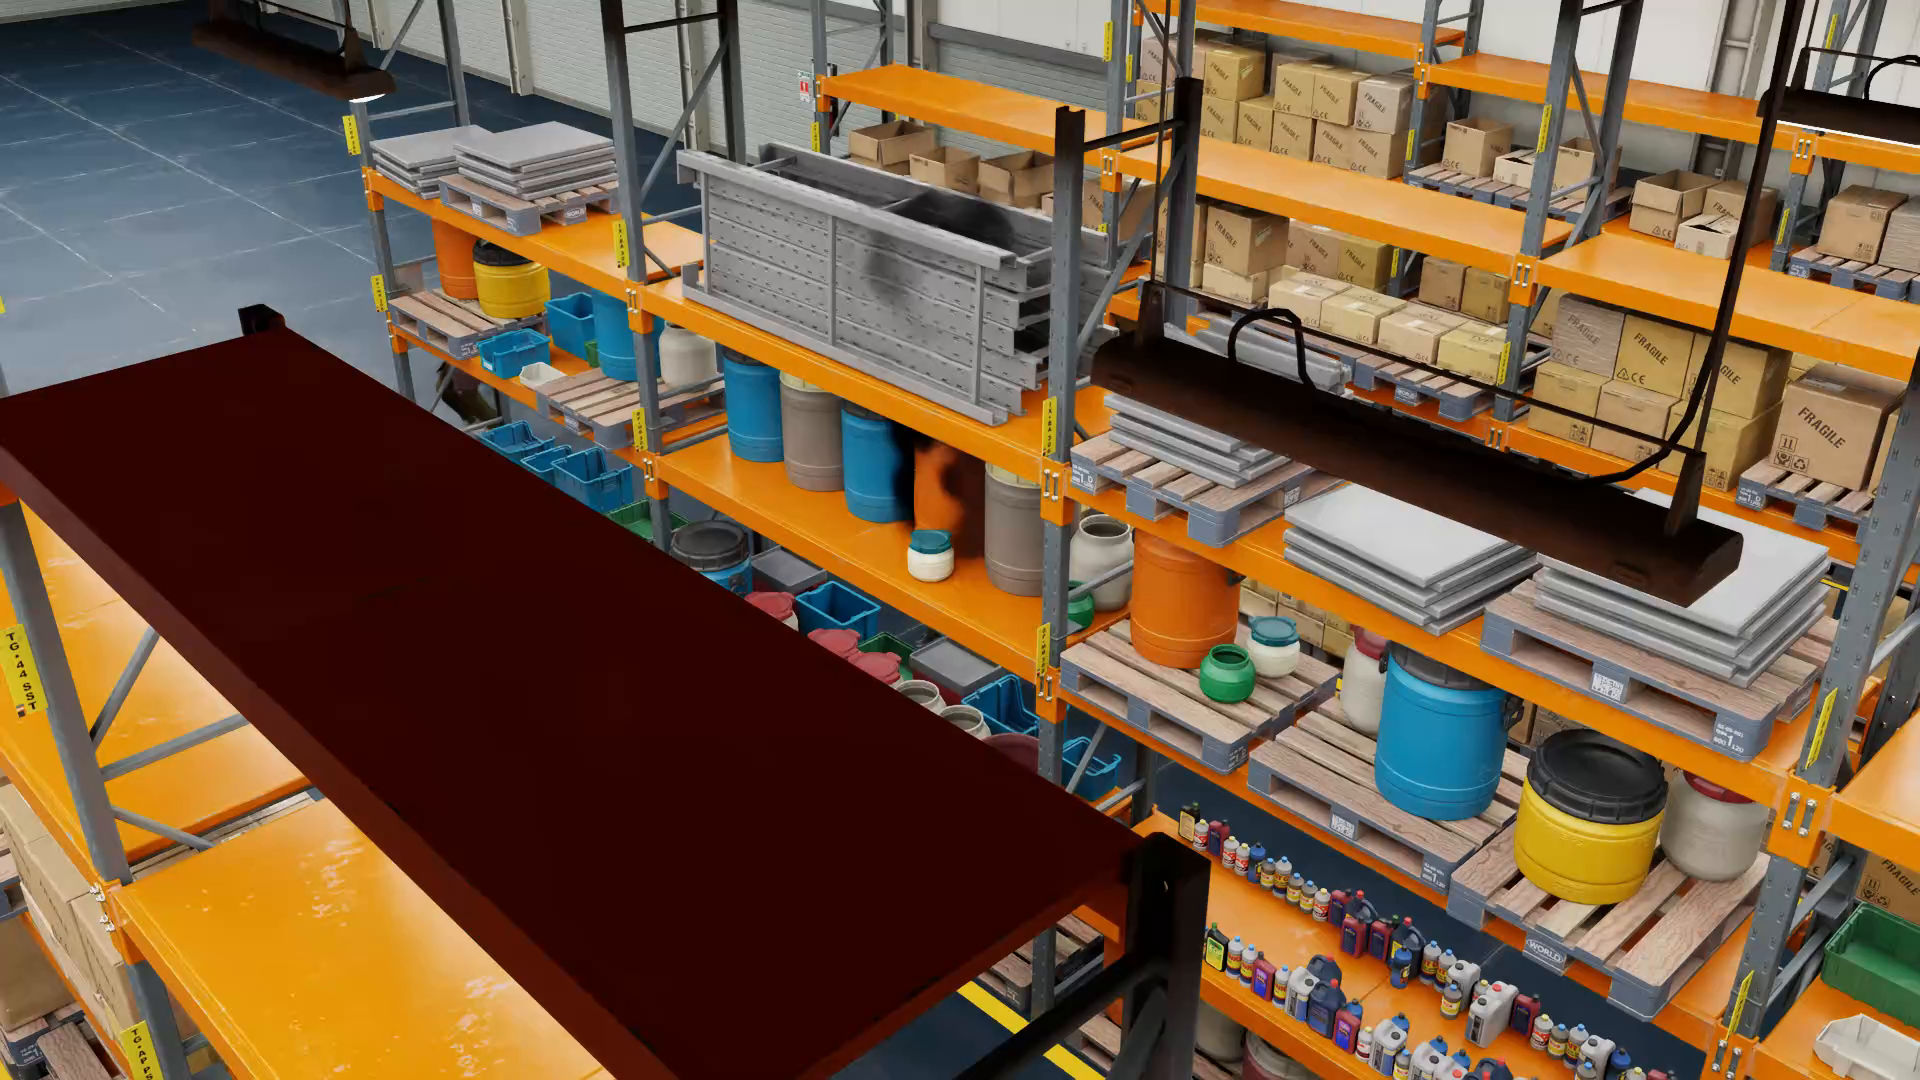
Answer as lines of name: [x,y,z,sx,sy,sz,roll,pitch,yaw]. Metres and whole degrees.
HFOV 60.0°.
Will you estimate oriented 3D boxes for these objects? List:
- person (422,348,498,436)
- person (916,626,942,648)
person: [-5.604,-1.955,18.645,0.761,1.788,0.677,-12,30,-21]
person: [-0.135,0.315,14.482,0.775,1.755,0.549,18,33,30]
